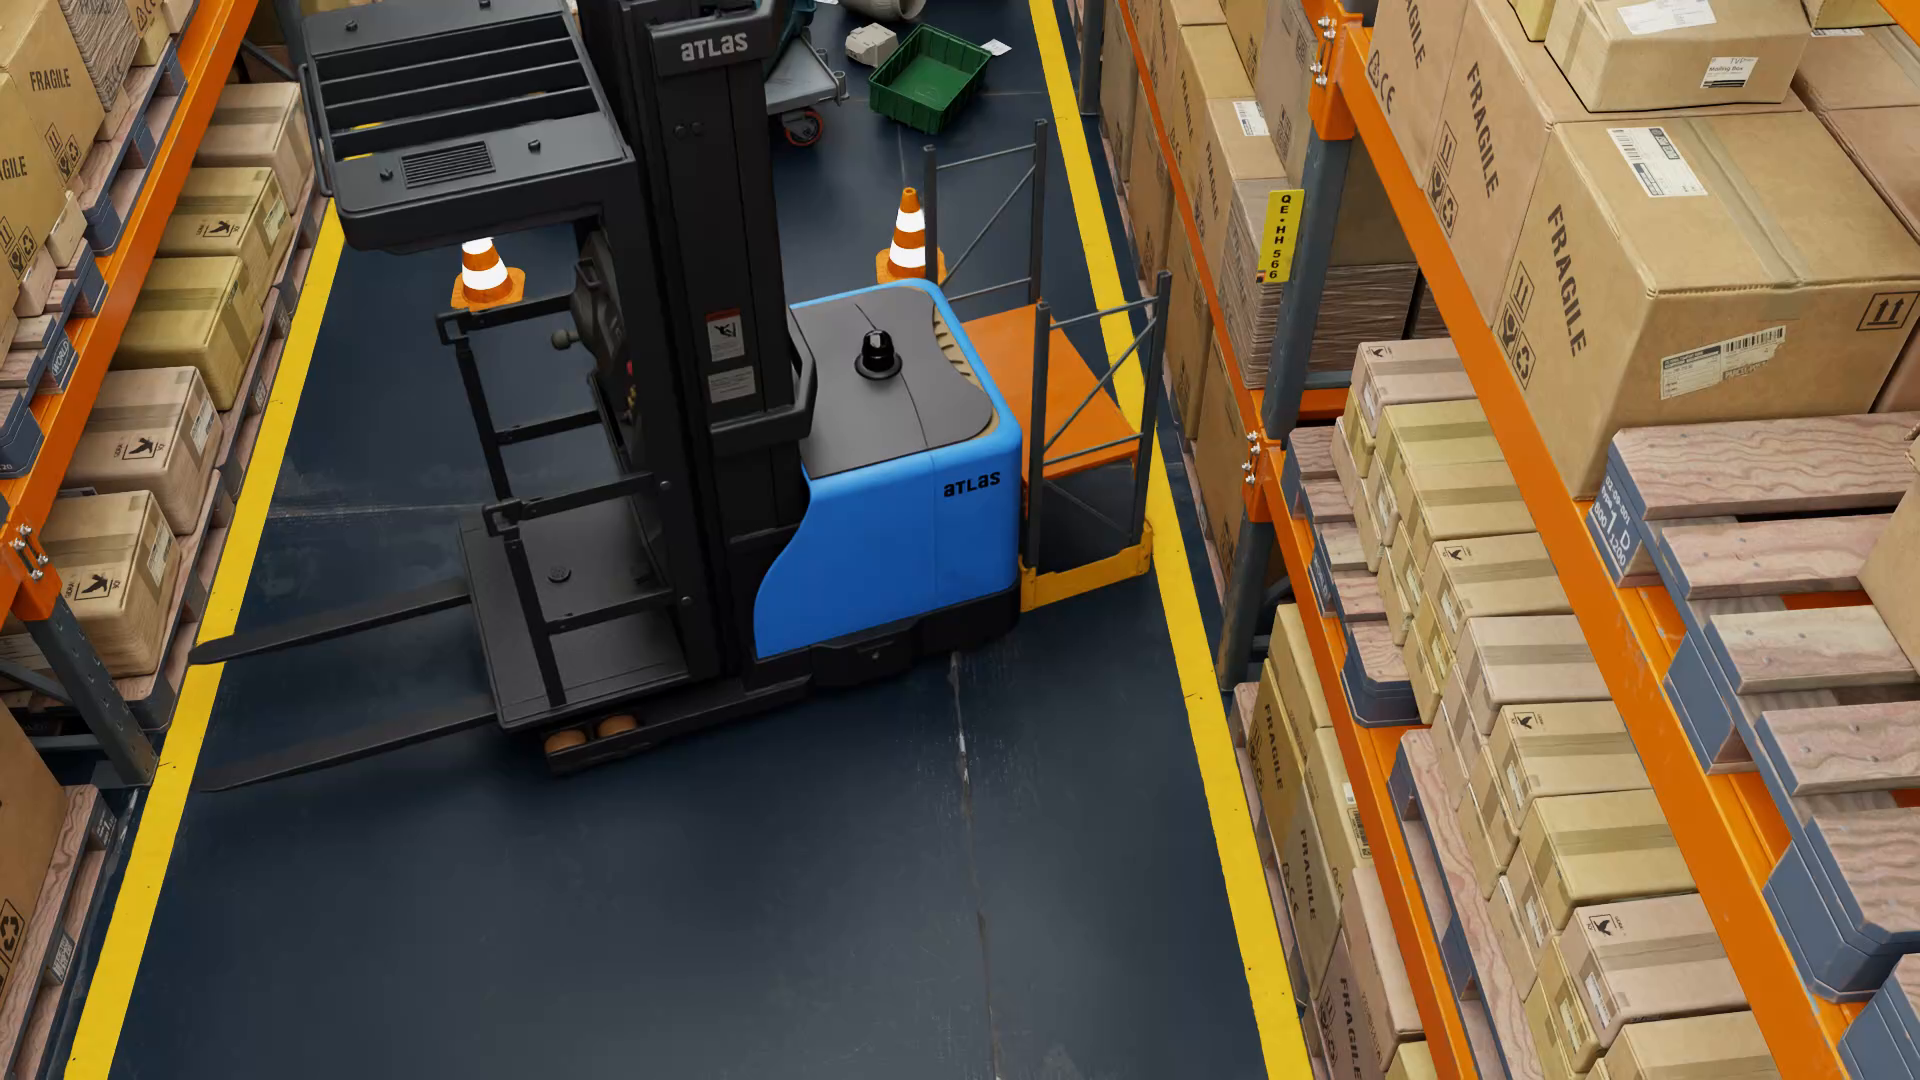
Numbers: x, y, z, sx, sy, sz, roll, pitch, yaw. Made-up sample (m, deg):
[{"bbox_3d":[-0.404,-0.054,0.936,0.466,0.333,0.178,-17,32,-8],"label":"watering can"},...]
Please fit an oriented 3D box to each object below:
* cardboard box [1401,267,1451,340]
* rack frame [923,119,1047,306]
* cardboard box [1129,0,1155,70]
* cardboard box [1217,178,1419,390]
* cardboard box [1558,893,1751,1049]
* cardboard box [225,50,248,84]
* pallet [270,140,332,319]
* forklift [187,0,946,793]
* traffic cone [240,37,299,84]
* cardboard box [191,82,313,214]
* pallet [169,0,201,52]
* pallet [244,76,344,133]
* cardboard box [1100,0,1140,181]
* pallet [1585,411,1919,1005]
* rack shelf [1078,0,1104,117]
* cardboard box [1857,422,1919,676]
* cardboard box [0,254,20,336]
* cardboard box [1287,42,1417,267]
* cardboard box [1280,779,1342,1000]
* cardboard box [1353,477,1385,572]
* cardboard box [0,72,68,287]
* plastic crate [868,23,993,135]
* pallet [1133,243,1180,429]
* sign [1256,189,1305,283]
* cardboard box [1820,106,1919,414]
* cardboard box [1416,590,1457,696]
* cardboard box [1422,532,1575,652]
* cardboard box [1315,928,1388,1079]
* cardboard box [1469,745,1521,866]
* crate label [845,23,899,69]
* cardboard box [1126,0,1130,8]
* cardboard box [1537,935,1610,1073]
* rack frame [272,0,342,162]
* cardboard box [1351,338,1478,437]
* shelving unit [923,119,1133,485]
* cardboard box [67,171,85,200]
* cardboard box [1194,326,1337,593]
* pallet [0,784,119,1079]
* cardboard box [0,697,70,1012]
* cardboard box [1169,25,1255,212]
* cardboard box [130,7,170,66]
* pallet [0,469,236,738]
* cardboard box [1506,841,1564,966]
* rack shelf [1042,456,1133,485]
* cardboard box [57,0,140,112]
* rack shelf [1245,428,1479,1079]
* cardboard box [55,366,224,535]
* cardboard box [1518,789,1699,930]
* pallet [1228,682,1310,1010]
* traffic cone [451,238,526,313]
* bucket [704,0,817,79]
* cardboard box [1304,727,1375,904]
[{"bbox_3d":[1.719,-0.898,5.602,0.500,0.500,0.500,-3,47,-3],"label":"cardboard box"},{"bbox_3d":[0.097,-1.013,6.812,0.500,1.500,0.032,-17,49,-15],"label":"rack frame"},{"bbox_3d":[1.010,-2.327,6.956,0.500,0.500,0.500,-4,47,-4],"label":"cardboard box"},{"bbox_3d":[1.182,-0.867,5.572,0.500,0.500,0.500,-3,47,-3],"label":"cardboard box"},{"bbox_3d":[1.486,0.887,3.454,0.380,0.149,0.250,-5,47,-5],"label":"cardboard box"},{"bbox_3d":[-4.089,-2.653,8.938,0.500,0.250,0.500,-2,47,-1],"label":"cardboard box"},{"bbox_3d":[-3.705,-1.521,8.181,1.003,0.211,1.213,-3,47,-3],"label":"pallet"},{"bbox_3d":[-1.341,-1.177,5.983,3.586,2.935,2.622,-15,48,-14],"label":"forklift"},{"bbox_3d":[-2.661,-2.436,7.260,3.046,2.808,1.723,-3,47,-3],"label":"traffic cone"},{"bbox_3d":[-3.726,-1.904,8.145,0.950,0.372,0.625,-3,47,-3],"label":"cardboard box"},{"bbox_3d":[-3.853,-2.415,7.240,1.003,0.211,1.213,-3,47,-3],"label":"pallet"},{"bbox_3d":[-3.863,-2.568,9.173,1.003,0.211,1.213,-3,47,-3],"label":"pallet"},{"bbox_3d":[1.294,-2.344,8.301,1.050,0.750,0.750,-4,47,-3],"label":"cardboard box"},{"bbox_3d":[1.787,0.201,2.693,1.213,0.211,1.003,-3,47,-3],"label":"pallet"},{"bbox_3d":[8.748,-2.408,7.101,15.905,3.000,4.168,-3,47,-3],"label":"rack shelf"},{"bbox_3d":[1.824,0.035,2.362,0.797,0.503,0.637,-4,47,-4],"label":"cardboard box"},{"bbox_3d":[-3.244,-0.769,4.986,0.500,0.500,0.500,-5,47,-4],"label":"cardboard box"},{"bbox_3d":[1.459,-1.226,5.224,0.700,0.500,0.500,-4,47,-4],"label":"cardboard box"},{"bbox_3d":[1.338,1.083,5.227,0.500,0.500,0.500,-3,47,-3],"label":"cardboard box"},{"bbox_3d":[1.346,-0.050,4.752,0.380,0.149,0.250,-1,47,-1],"label":"cardboard box"},{"bbox_3d":[-3.295,-1.146,5.343,0.500,0.500,0.500,-1,47,-1],"label":"cardboard box"},{"bbox_3d":[-0.168,-2.516,9.100,0.450,0.188,0.662,25,51,9],"label":"plastic crate"},{"bbox_3d":[1.397,-1.019,7.706,1.003,0.211,1.213,-3,47,-3],"label":"pallet"},{"bbox_3d":[0.934,-0.885,4.861,0.100,0.325,0.005,-3,47,-3],"label":"sign"},{"bbox_3d":[1.881,-0.468,3.129,0.500,0.500,0.500,-3,47,-3],"label":"cardboard box"},{"bbox_3d":[1.399,0.251,4.262,0.380,0.149,0.250,-3,47,-3],"label":"cardboard box"},{"bbox_3d":[1.396,0.125,4.177,0.380,0.149,0.250,-5,47,-5],"label":"cardboard box"},{"bbox_3d":[1.385,1.454,4.875,0.500,0.500,0.500,-5,47,-4],"label":"cardboard box"},{"bbox_3d":[1.437,0.611,3.921,0.380,0.149,0.250,-4,47,-4],"label":"cardboard box"},{"bbox_3d":[-0.500,-2.819,9.462,0.298,0.136,0.250,-36,56,-29],"label":"crate label"},{"bbox_3d":[0.971,-2.689,7.298,0.500,0.500,0.500,-3,47,-3],"label":"cardboard box"},{"bbox_3d":[1.478,0.982,3.570,0.380,0.149,0.250,-3,47,-3],"label":"cardboard box"},{"bbox_3d":[-3.772,-3.043,7.702,1.000,3.000,0.127,-3,47,-3],"label":"rack frame"},{"bbox_3d":[1.333,-0.436,4.707,0.380,0.149,0.250,-3,47,-3],"label":"cardboard box"},{"bbox_3d":[0.281,-0.693,6.510,0.500,1.500,0.985,-17,49,-15],"label":"shelving unit"},{"bbox_3d":[-3.347,-1.230,5.870,0.380,0.149,0.250,-1,47,-1],"label":"cardboard box"},{"bbox_3d":[1.526,-0.339,6.402,1.050,0.750,0.750,-4,47,-4],"label":"cardboard box"},{"bbox_3d":[-3.446,1.385,5.429,1.003,0.211,1.213,-3,47,-3],"label":"pallet"},{"bbox_3d":[-3.462,0.942,5.102,0.875,0.875,0.875,-4,47,-4],"label":"cardboard box"},{"bbox_3d":[1.100,-1.589,6.257,0.500,0.500,0.500,-4,47,-4],"label":"cardboard box"},{"bbox_3d":[-3.383,-2.006,6.604,0.380,0.149,0.250,-4,47,-3],"label":"cardboard box"},{"bbox_3d":[-3.501,0.245,6.509,1.003,0.211,1.213,-3,47,-3],"label":"pallet"},{"bbox_3d":[1.463,0.806,3.736,0.380,0.149,0.250,-2,47,-2],"label":"cardboard box"},{"bbox_3d":[0.293,-0.573,6.595,0.416,0.036,0.922,-17,49,-15],"label":"rack shelf"},{"bbox_3d":[-3.380,-1.892,6.049,0.500,0.500,0.500,-5,47,-5],"label":"cardboard box"},{"bbox_3d":[1.655,1.172,4.206,1.077,0.370,4.000,-3,47,-3],"label":"rack shelf"},{"bbox_3d":[-3.544,-0.332,6.656,0.950,0.372,0.625,-4,47,-4],"label":"cardboard box"},{"bbox_3d":[1.462,0.693,3.639,0.380,0.149,0.250,-4,47,-4],"label":"cardboard box"},{"bbox_3d":[1.551,1.002,5.792,1.003,0.211,1.213,-3,47,-3],"label":"pallet"},{"bbox_3d":[-2.273,-1.358,7.854,0.336,0.463,0.334,-3,47,-3],"label":"traffic cone"},{"bbox_3d":[-1.157,-2.772,8.653,0.726,0.611,0.620,11,58,10],"label":"bucket"},{"bbox_3d":[1.346,0.815,4.964,0.500,0.250,0.500,-4,47,-4],"label":"cardboard box"}]
